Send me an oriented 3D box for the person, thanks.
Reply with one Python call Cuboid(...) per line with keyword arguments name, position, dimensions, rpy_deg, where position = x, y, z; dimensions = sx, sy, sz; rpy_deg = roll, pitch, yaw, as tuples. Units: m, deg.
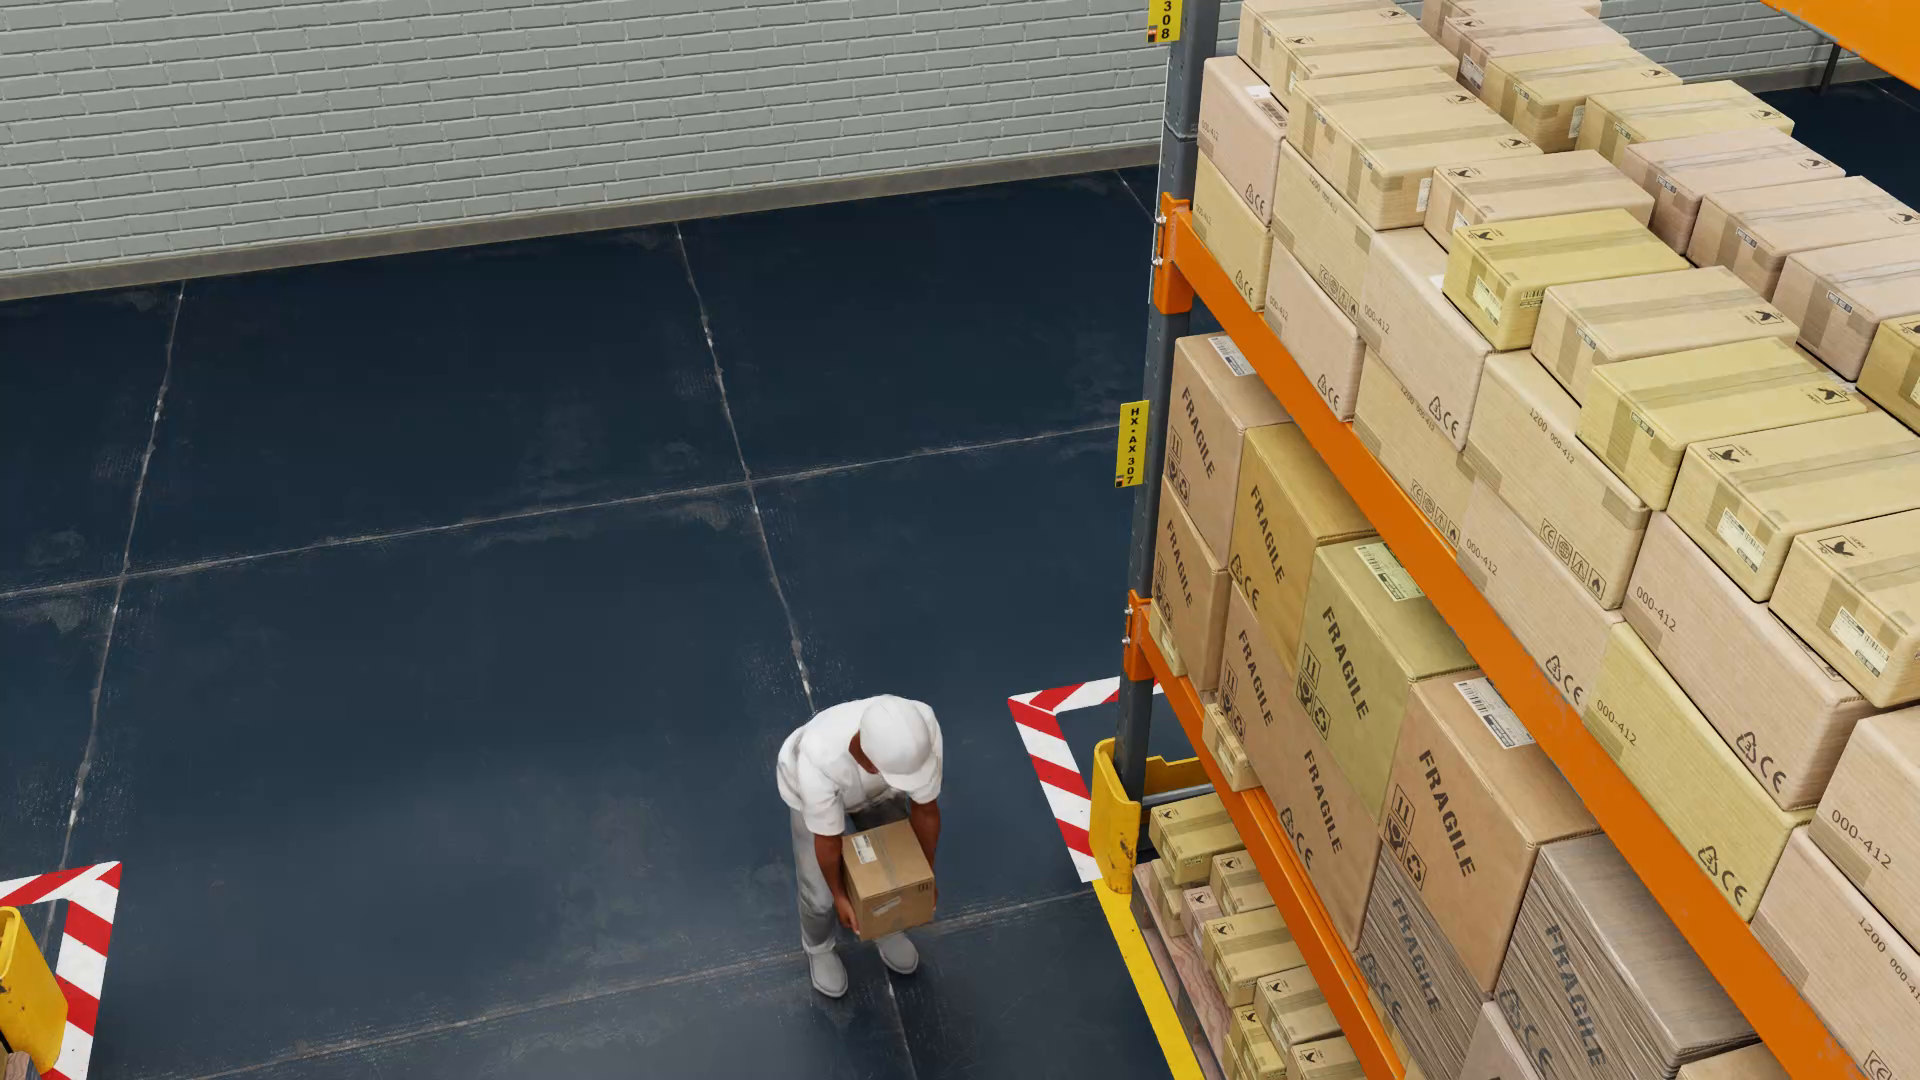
Cuboid(name="person", position=(-0.300, 0.989, 5.570), dimensions=(0.488, 1.589, 0.762), rpy_deg=(-16, 41, -20))
